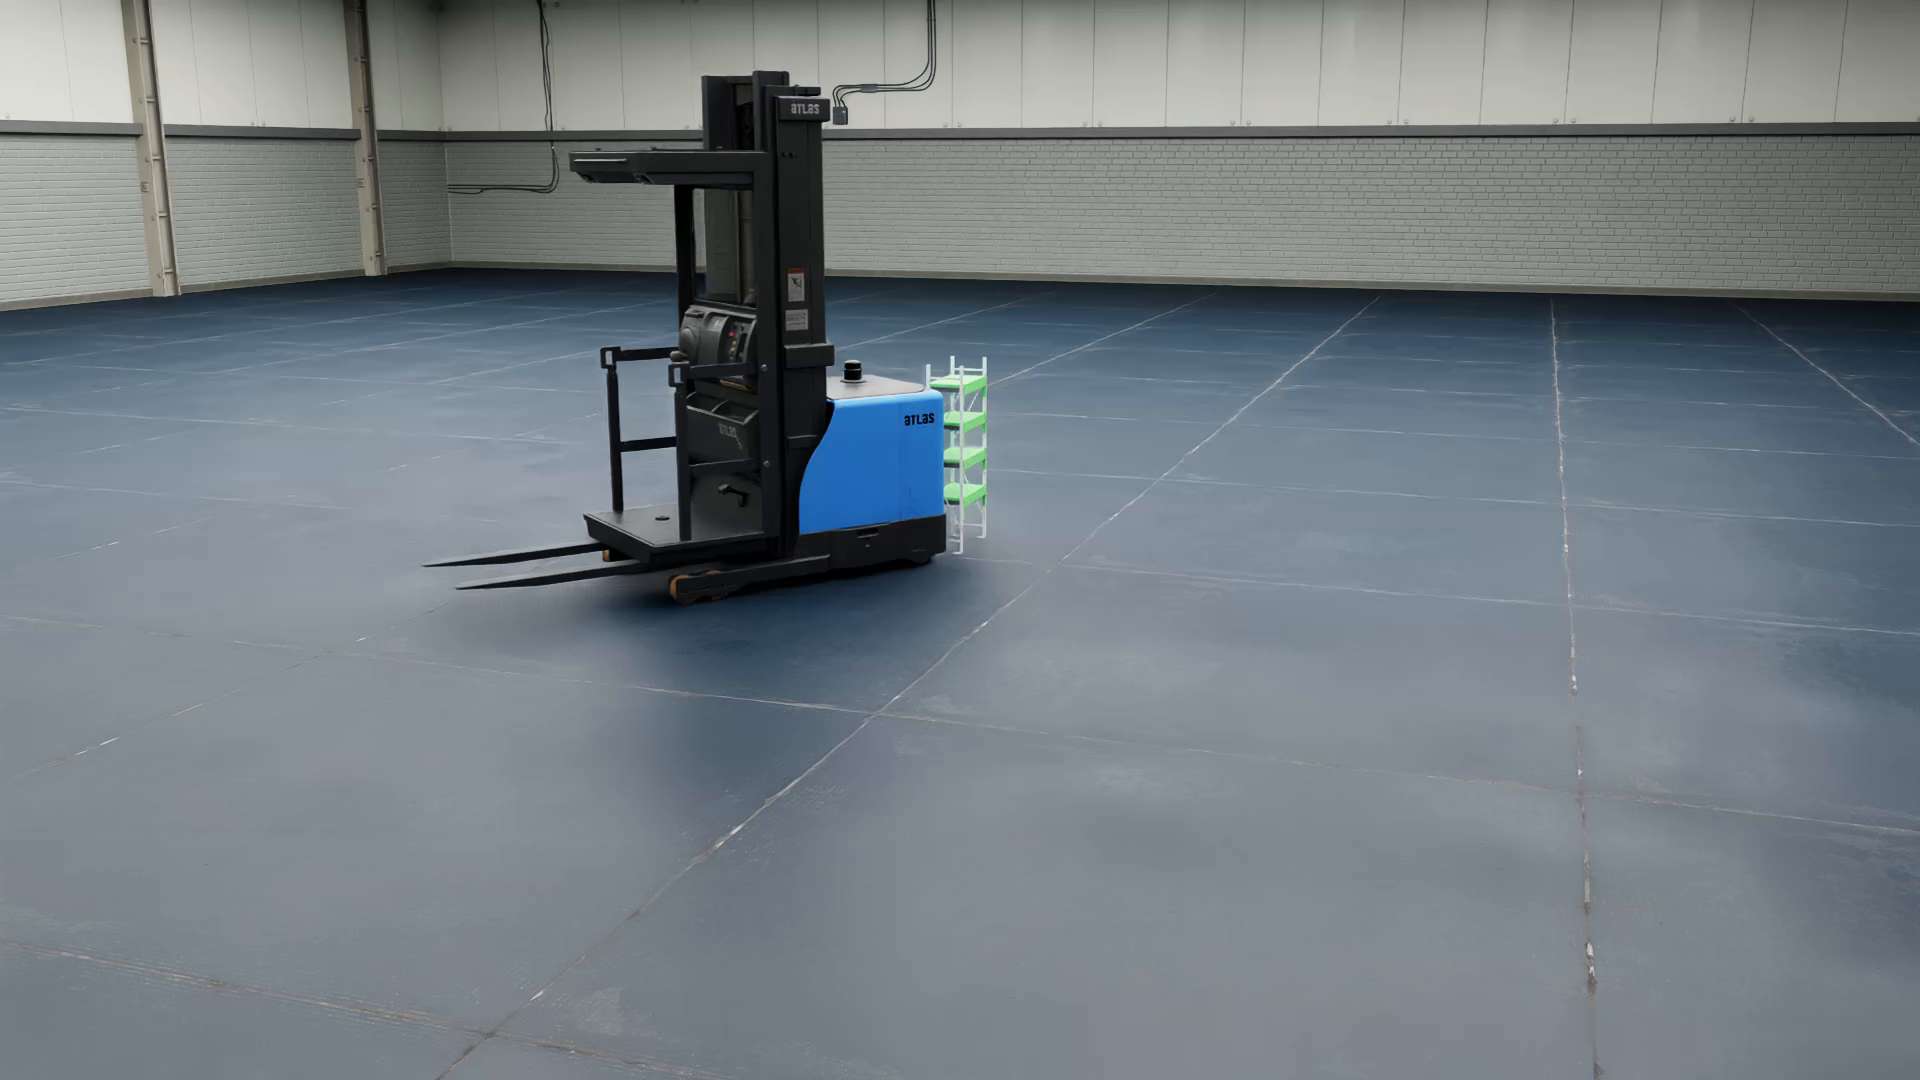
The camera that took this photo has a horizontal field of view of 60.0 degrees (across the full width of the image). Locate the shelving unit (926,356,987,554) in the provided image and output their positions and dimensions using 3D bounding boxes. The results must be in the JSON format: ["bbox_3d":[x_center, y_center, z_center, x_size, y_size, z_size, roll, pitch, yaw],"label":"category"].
[{"bbox_3d":[-0.020,-0.556,10.729,0.258,1.200,0.503,4,13,17],"label":"shelving unit"}]

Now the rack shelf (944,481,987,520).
[{"bbox_3d":[-0.020,-0.260,10.796,0.258,0.148,0.480,4,13,17],"label":"rack shelf"}]

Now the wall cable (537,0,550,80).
[{"bbox_3d":[-8.017,-11.465,36.624,3.097,2.526,0.112,4,14,18],"label":"wall cable"}]

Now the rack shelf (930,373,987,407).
[{"bbox_3d":[-0.020,-0.962,10.636,0.258,0.148,0.480,4,13,17],"label":"rack shelf"}]

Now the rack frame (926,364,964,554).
[{"bbox_3d":[-0.095,-0.505,10.502,0.240,1.200,0.015,4,13,17],"label":"rack frame"}]

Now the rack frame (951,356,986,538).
[{"bbox_3d":[0.055,-0.608,10.955,0.240,1.200,0.015,4,13,17],"label":"rack frame"}]

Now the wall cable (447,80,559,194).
[{"bbox_3d":[-10.577,-9.197,38.040,3.097,2.526,0.112,4,14,18],"label":"wall cable"}]

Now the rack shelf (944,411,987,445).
[{"bbox_3d":[-0.020,-0.728,10.689,0.258,0.148,0.480,4,13,17],"label":"rack shelf"}]

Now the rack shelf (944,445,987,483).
[{"bbox_3d":[-0.020,-0.494,10.743,0.258,0.148,0.480,4,13,17],"label":"rack shelf"}]

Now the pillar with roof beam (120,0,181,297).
[{"bbox_3d":[-10.649,-8.613,28.501,9.100,9.000,0.400,4,14,18],"label":"pillar with roof beam"}]

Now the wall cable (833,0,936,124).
[{"bbox_3d":[-1.599,-11.682,34.306,2.305,6.003,0.169,4,14,18],"label":"wall cable"}]

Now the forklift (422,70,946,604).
[{"bbox_3d":[-1.597,-1.201,9.663,3.031,2.935,1.130,-8,15,-33],"label":"forklift"}]

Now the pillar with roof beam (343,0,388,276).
[{"bbox_3d":[-8.708,-9.876,34.036,9.100,9.000,0.400,4,14,18],"label":"pillar with roof beam"}]
